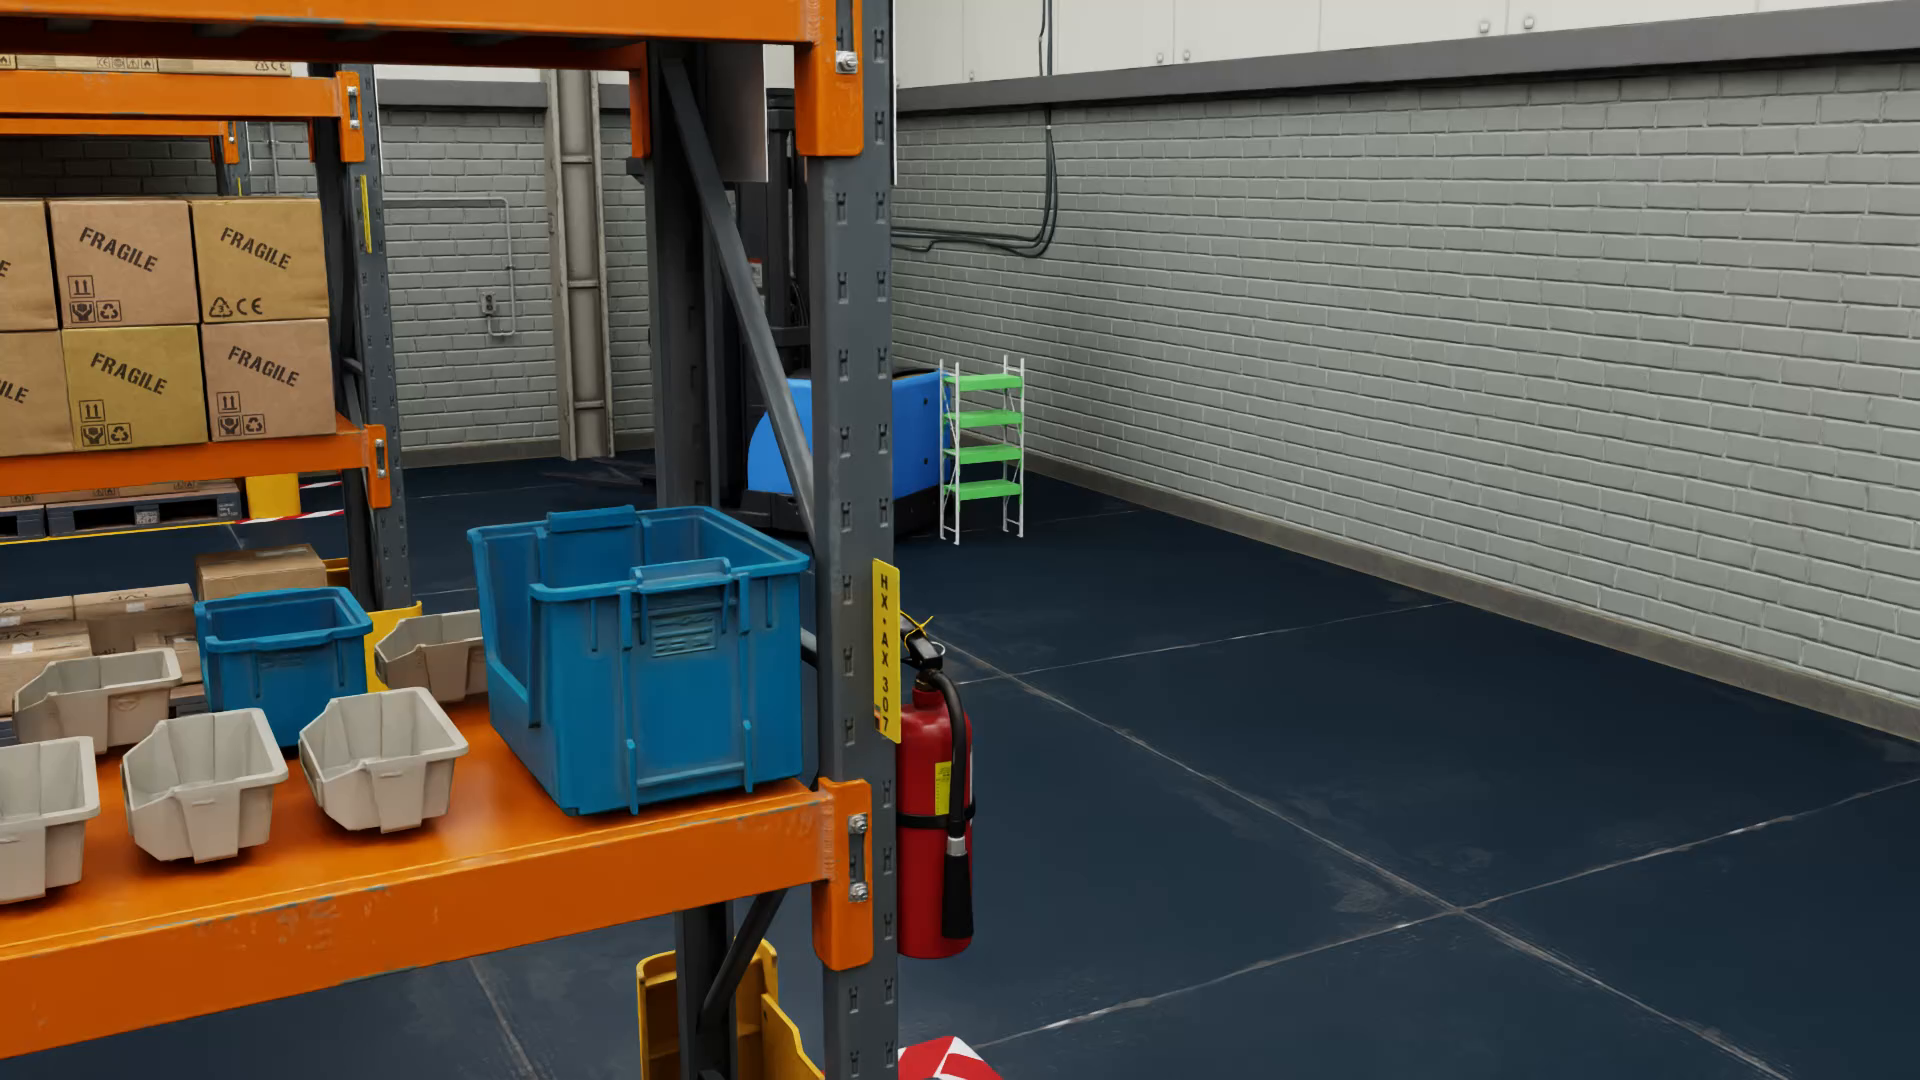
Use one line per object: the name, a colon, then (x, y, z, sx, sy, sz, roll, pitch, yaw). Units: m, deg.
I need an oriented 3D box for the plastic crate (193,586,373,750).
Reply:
plastic crate: (-1.363, 0.261, 3.364, 0.300, 0.233, 0.416, -7, 14, -28)

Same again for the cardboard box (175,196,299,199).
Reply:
cardboard box: (-3.297, -1.319, 7.635, 0.500, 0.500, 0.500, -6, 14, -26)

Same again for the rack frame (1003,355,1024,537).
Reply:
rack frame: (0.359, -0.628, 11.169, 0.015, 1.200, 0.240, -7, 14, -28)

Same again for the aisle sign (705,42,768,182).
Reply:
aisle sign: (-0.490, -1.157, 3.496, 0.004, 0.787, 0.394, -7, 14, -28)

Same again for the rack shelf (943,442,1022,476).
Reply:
rack shelf: (0.145, -0.540, 11.069, 0.480, 0.148, 0.258, -7, 14, -28)

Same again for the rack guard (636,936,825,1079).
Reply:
rack guard: (-0.396, 1.391, 3.791, 0.348, 0.500, 1.175, -7, 14, -28)

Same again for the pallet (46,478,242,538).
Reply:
pallet: (-5.822, -0.273, 11.843, 1.213, 0.211, 1.003, -7, 14, -28)

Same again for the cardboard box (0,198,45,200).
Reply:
cardboard box: (-4.193, -1.211, 7.154, 0.500, 0.500, 0.500, -7, 14, -27)

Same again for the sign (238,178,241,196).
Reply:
sign: (-4.910, -2.307, 11.353, 0.005, 0.325, 0.100, -7, 14, -28)

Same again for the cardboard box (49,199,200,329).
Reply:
cardboard box: (-3.483, -1.162, 6.936, 0.500, 0.500, 0.500, -6, 14, -26)

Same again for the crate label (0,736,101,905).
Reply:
crate label: (-1.534, 0.458, 2.706, 0.243, 0.136, 0.396, -7, 14, -28)

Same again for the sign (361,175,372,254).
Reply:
sign: (-2.532, -1.389, 7.091, 0.005, 0.325, 0.100, -7, 14, -28)

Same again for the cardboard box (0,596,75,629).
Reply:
cardboard box: (-4.272, 0.456, 7.512, 0.500, 0.250, 0.500, -7, 14, -28)

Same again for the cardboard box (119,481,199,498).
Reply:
cardboard box: (-5.724, -0.625, 11.793, 0.500, 0.500, 0.700, -7, 14, -28)

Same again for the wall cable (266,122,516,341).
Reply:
wall cable: (-4.487, -2.546, 13.274, 1.851, 1.984, 0.084, -7, 14, -28)

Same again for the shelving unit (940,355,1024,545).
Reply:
shelving unit: (0.145, -0.603, 11.055, 0.503, 1.200, 0.258, -7, 14, -28)

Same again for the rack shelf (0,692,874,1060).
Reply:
rack shelf: (-2.166, 0.738, 2.638, 4.000, 0.370, 1.077, -7, 14, -28)

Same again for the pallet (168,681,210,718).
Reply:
pallet: (-3.547, 0.674, 7.634, 1.213, 0.211, 1.003, -7, 14, -28)

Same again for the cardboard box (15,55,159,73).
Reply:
cardboard box: (-3.549, -2.014, 6.734, 0.500, 0.250, 0.500, -7, 14, -28)

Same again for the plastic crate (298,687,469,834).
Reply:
plastic crate: (-1.040, 0.396, 2.980, 0.243, 0.136, 0.396, -7, 14, -28)

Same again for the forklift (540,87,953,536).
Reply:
forklift: (-1.596, -1.610, 11.589, 3.031, 2.935, 1.130, 6, 14, 27)

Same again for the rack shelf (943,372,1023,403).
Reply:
rack shelf: (0.145, -1.009, 10.963, 0.480, 0.148, 0.258, -7, 14, -28)

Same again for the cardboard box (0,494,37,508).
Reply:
cardboard box: (-6.604, -0.520, 11.323, 0.500, 0.500, 0.700, -7, 15, -30)

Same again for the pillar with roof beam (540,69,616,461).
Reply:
pillar with roof beam: (-1.139, -4.281, 9.635, 0.400, 9.000, 9.100, -7, 14, -28)

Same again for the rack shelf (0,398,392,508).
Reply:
rack shelf: (-4.536, -0.217, 6.881, 4.000, 0.370, 1.077, -7, 14, -28)

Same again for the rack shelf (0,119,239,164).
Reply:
rack shelf: (-6.913, -2.635, 10.792, 4.000, 0.370, 1.077, -7, 14, -28)

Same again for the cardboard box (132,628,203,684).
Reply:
cardboard box: (-3.539, 0.519, 7.423, 0.250, 0.166, 0.380, -7, 14, -28)

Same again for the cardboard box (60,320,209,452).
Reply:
cardboard box: (-3.497, -0.673, 7.038, 0.500, 0.500, 0.500, -7, 14, -27)

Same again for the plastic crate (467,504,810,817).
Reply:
plastic crate: (-0.615, 0.201, 3.167, 0.499, 0.435, 0.616, -7, 14, -28)

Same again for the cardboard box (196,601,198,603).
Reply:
cardboard box: (-3.532, 0.393, 7.982, 0.250, 0.166, 0.380, -7, 14, -28)

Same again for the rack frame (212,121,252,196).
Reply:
rack frame: (-5.158, -1.733, 11.977, 0.127, 3.000, 1.000, -7, 14, -28)

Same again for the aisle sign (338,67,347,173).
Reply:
aisle sign: (-2.862, -2.111, 7.735, 0.004, 0.787, 0.394, -7, 14, -28)
